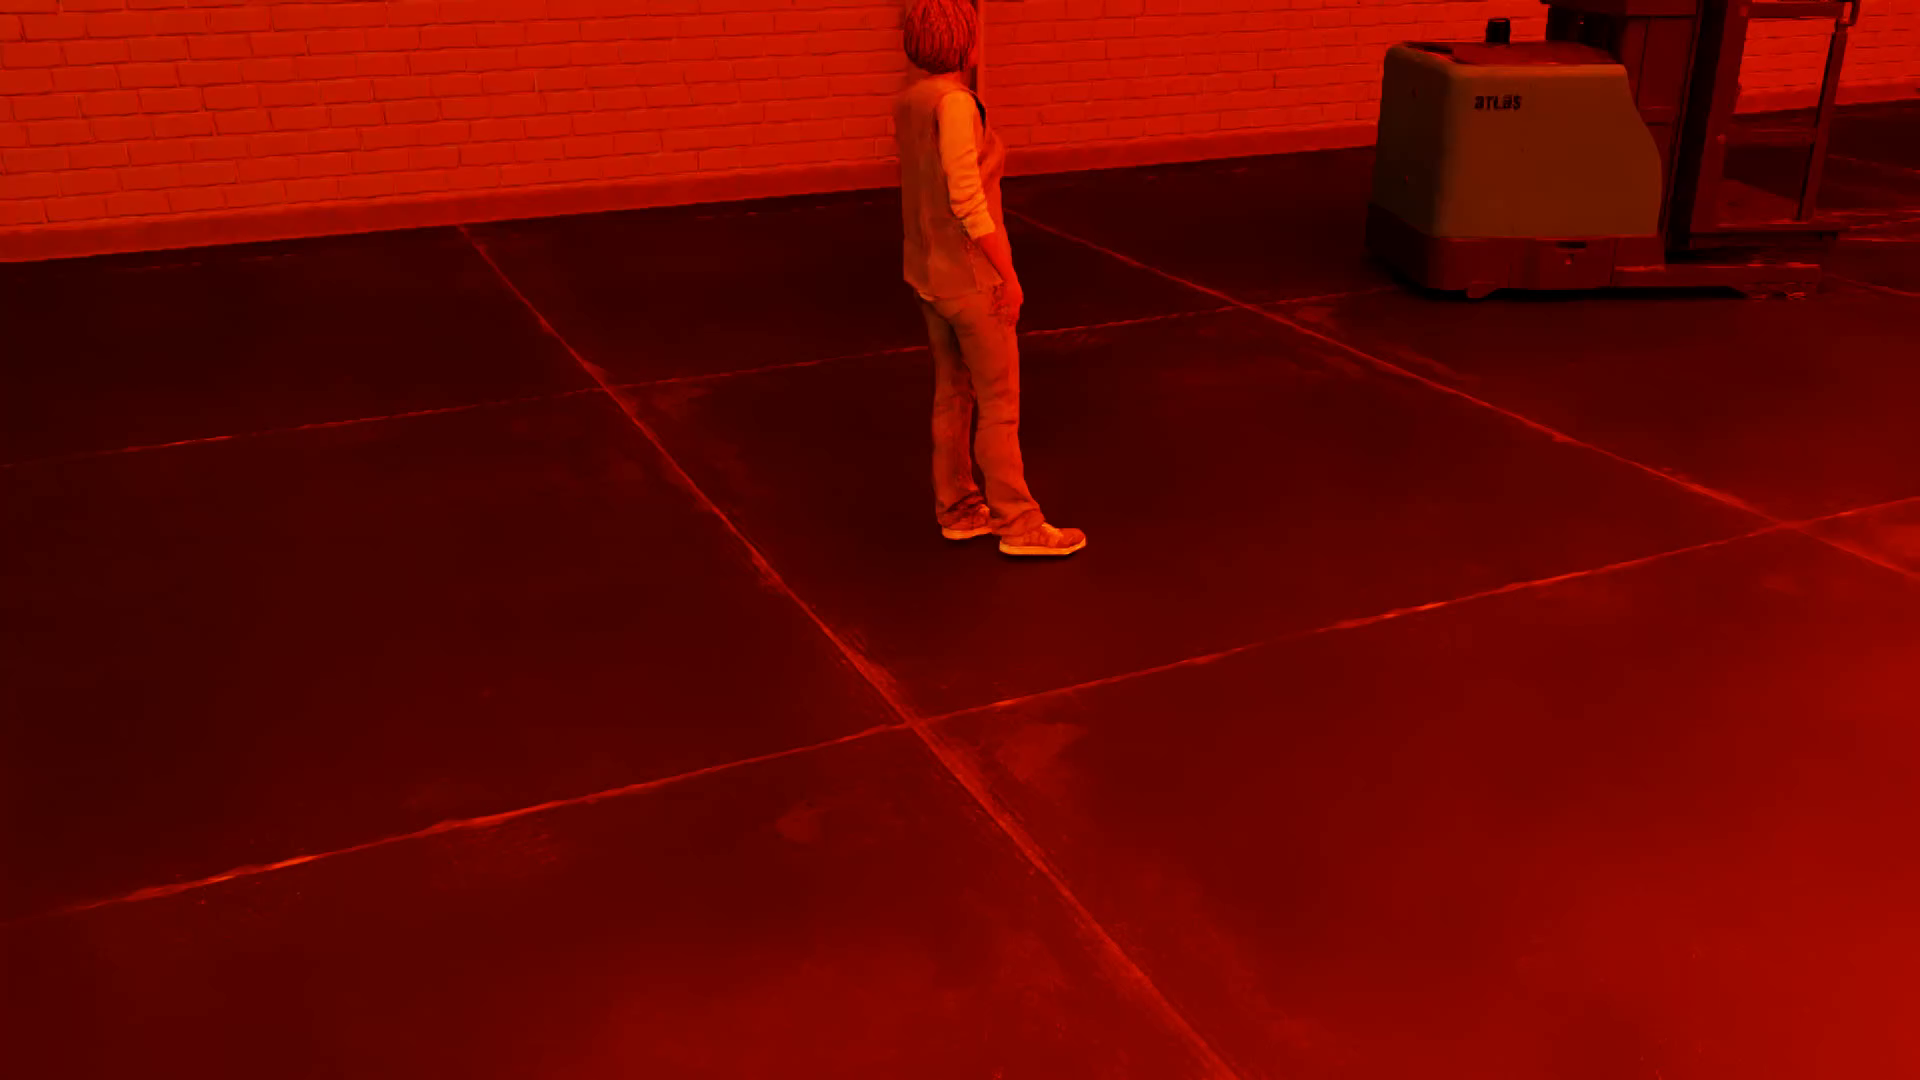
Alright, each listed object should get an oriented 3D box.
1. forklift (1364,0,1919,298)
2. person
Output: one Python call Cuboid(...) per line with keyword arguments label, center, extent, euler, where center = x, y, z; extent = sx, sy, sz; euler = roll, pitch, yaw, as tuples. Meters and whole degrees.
Cuboid(label="forklift", center=(3.632, -2.695, 7.774), extent=(3.031, 2.935, 1.130), euler=(-2, 23, -5))
Cuboid(label="person", center=(0.073, -0.751, 4.815), extent=(0.474, 1.597, 0.521), euler=(-10, 25, -23))
